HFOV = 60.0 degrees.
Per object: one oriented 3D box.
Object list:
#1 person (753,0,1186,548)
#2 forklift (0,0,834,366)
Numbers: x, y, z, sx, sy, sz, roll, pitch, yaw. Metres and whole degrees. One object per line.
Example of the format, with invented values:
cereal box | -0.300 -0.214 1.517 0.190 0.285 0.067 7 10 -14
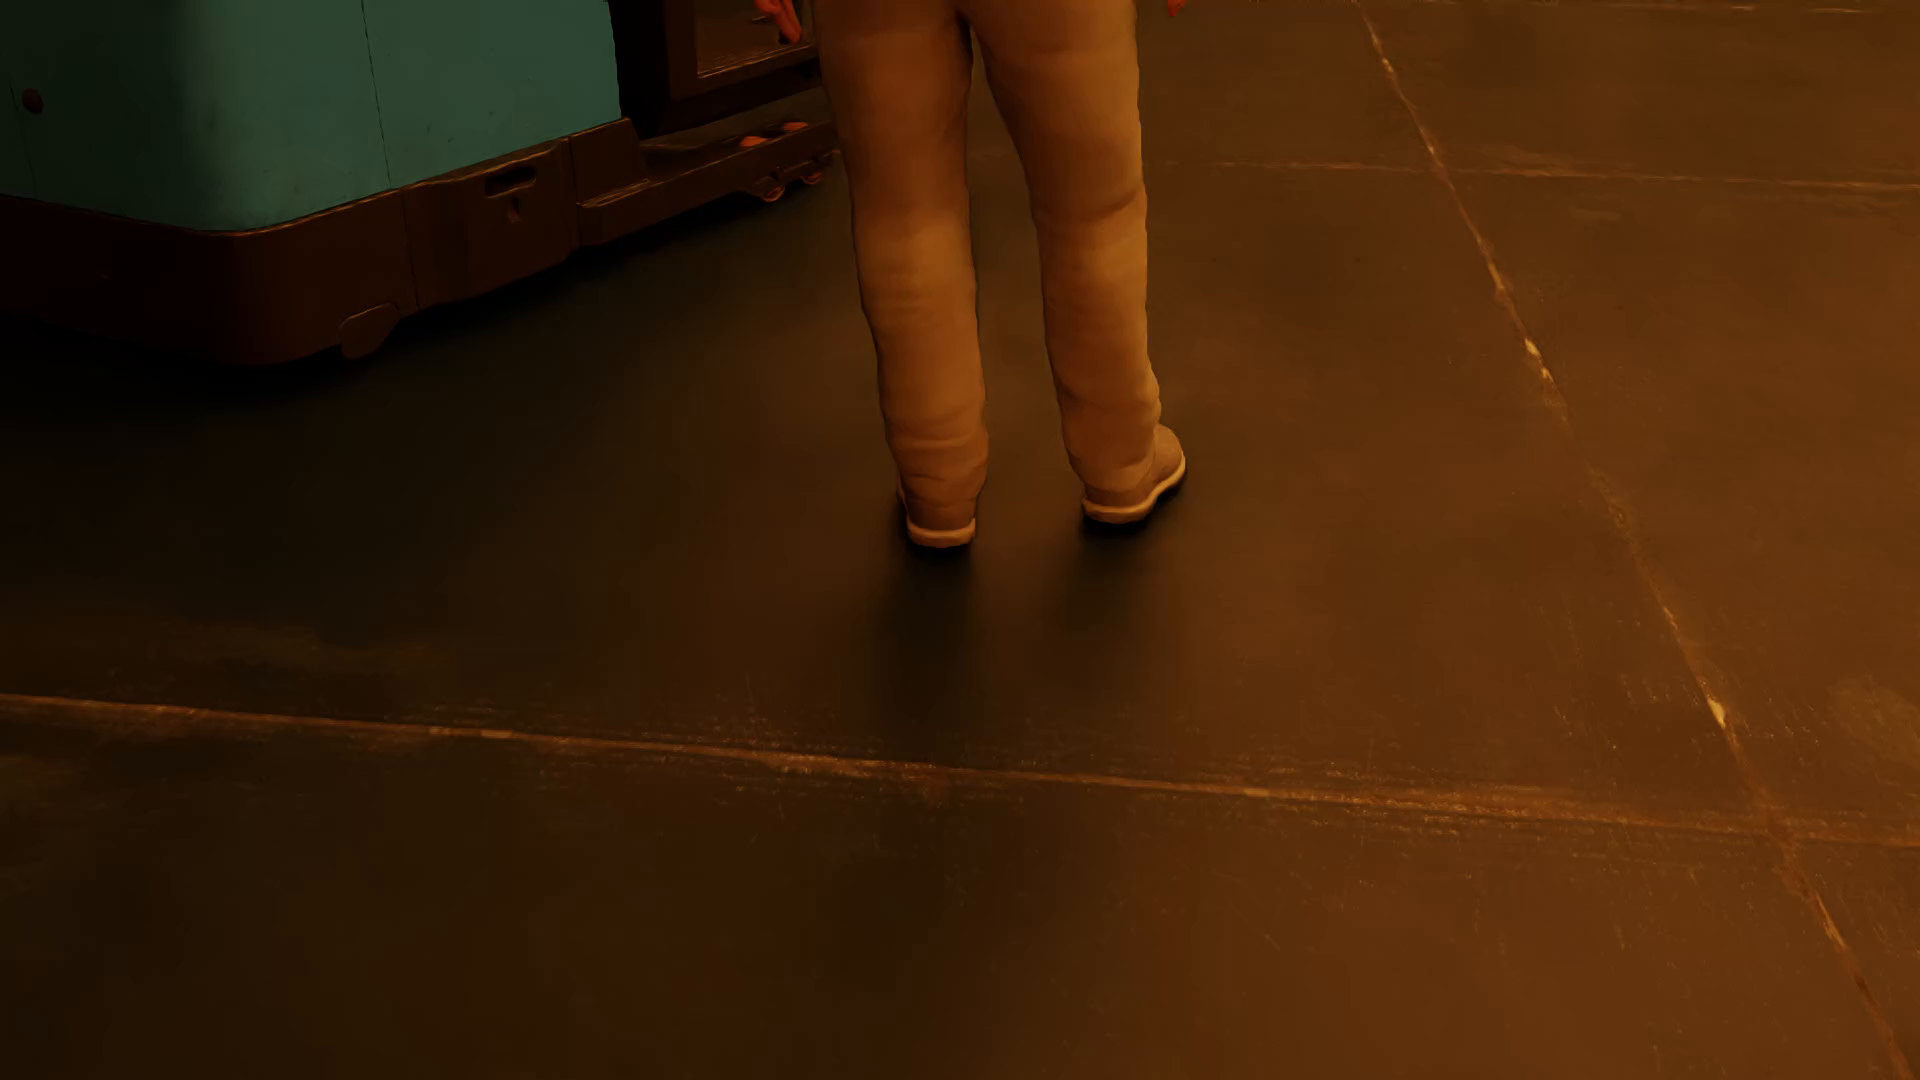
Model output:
person | 0.022 -0.837 2.167 0.640 1.778 0.574 3 27 7
forklift | -0.988 -2.247 3.720 1.130 2.935 3.031 13 29 24
